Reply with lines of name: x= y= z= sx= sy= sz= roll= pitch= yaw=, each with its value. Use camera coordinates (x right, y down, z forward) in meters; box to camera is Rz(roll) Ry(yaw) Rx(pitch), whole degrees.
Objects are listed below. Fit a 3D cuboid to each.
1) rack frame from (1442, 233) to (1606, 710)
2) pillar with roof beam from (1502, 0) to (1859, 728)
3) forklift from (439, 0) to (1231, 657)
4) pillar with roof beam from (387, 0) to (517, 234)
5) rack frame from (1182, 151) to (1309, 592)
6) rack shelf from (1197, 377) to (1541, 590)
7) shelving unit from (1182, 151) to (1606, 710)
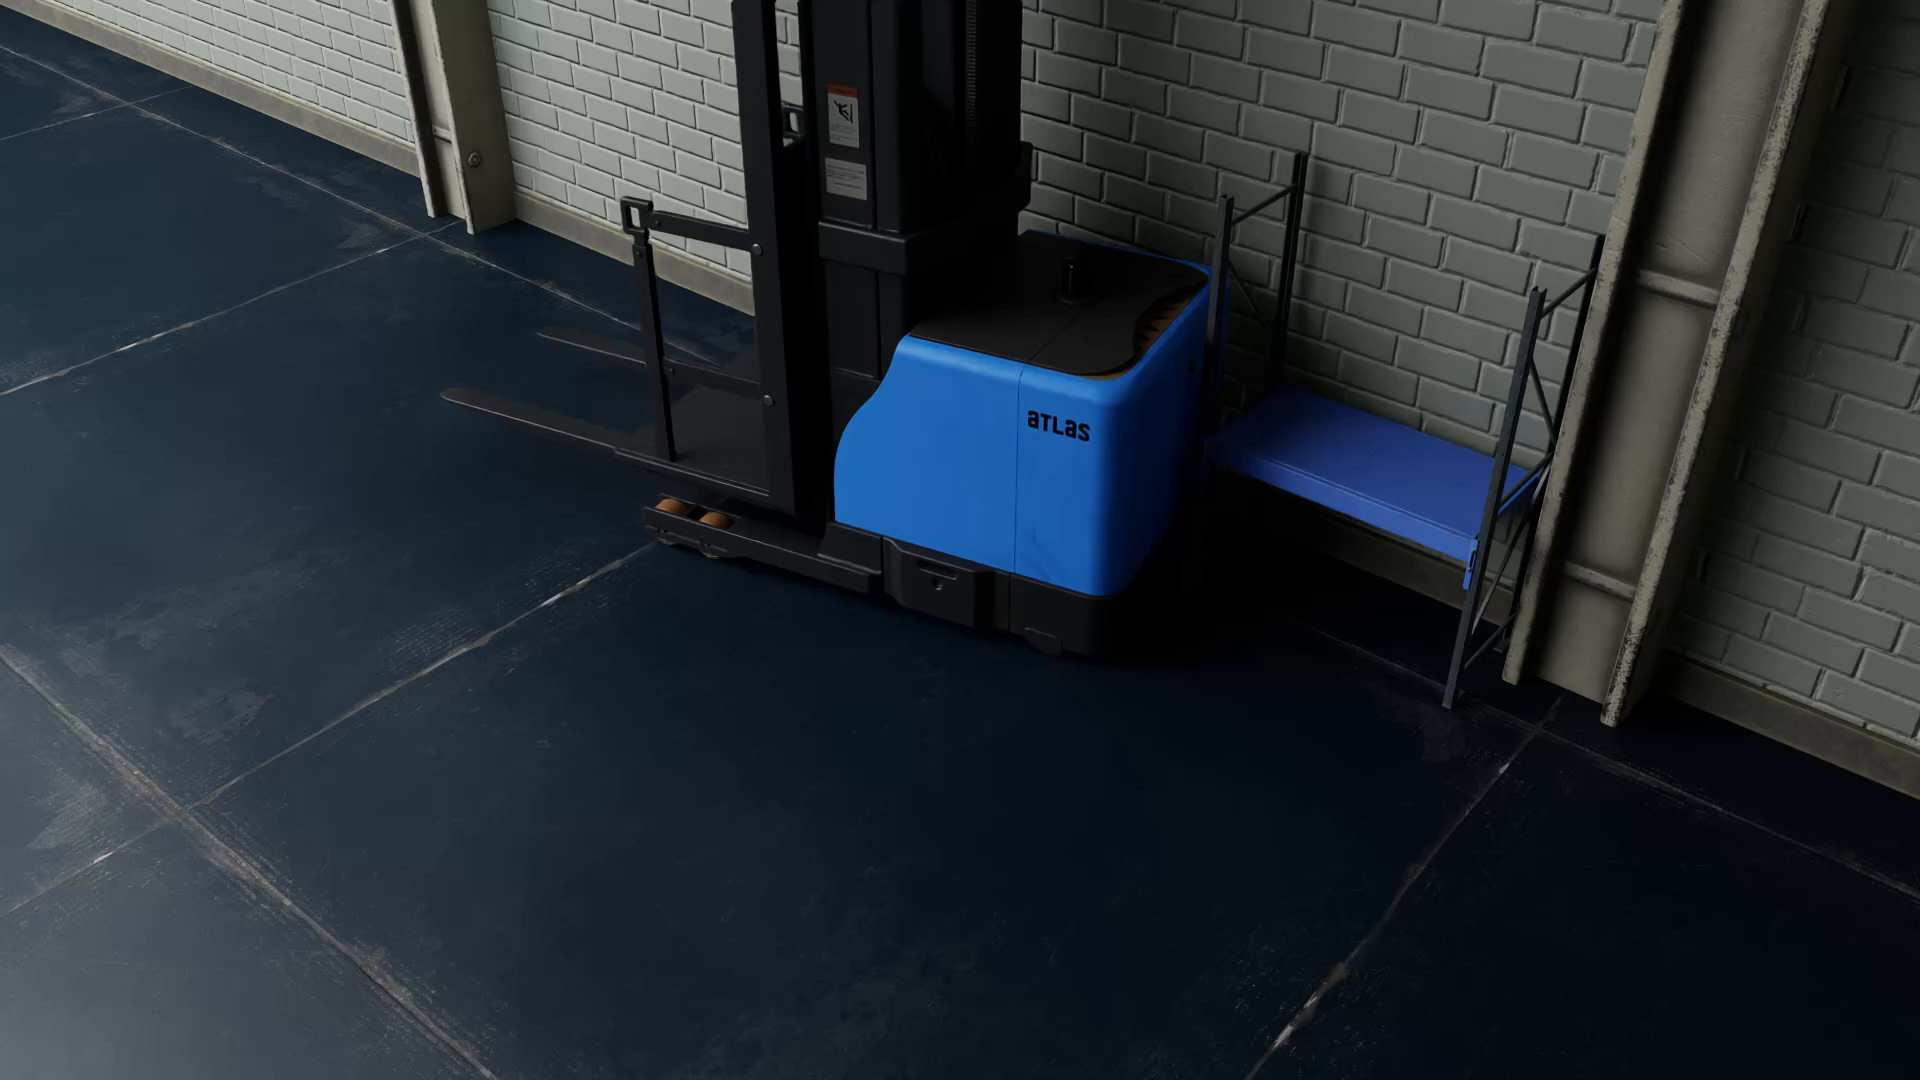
rack frame: x=1.752 y=-0.176 z=5.182 sx=0.032 sy=1.500 sz=0.500 roll=25 pitch=42 yaw=32
pillar with roof beam: x=-0.691 y=-1.367 z=0.292 sx=0.400 sy=9.000 sz=9.100 roll=25 pitch=42 yaw=32
forklift: x=-0.606 y=-1.391 z=5.687 sx=3.031 sy=2.935 sz=1.130 roll=16 pitch=38 yaw=22
pillar with roof beam: x=-5.302 y=-3.540 z=3.456 sx=0.400 sy=9.000 sz=9.100 roll=25 pitch=42 yaw=32
rack frame: x=0.971 y=-0.545 z=5.718 sx=0.032 sy=1.500 sz=0.500 roll=25 pitch=42 yaw=32
rack shelf: x=1.362 y=-0.212 z=5.552 sx=1.000 sy=0.185 sz=0.538 roll=25 pitch=42 yaw=32
shelving unit: x=1.362 y=-0.360 z=5.450 sx=1.048 sy=1.500 sz=0.538 roll=25 pitch=42 yaw=32
